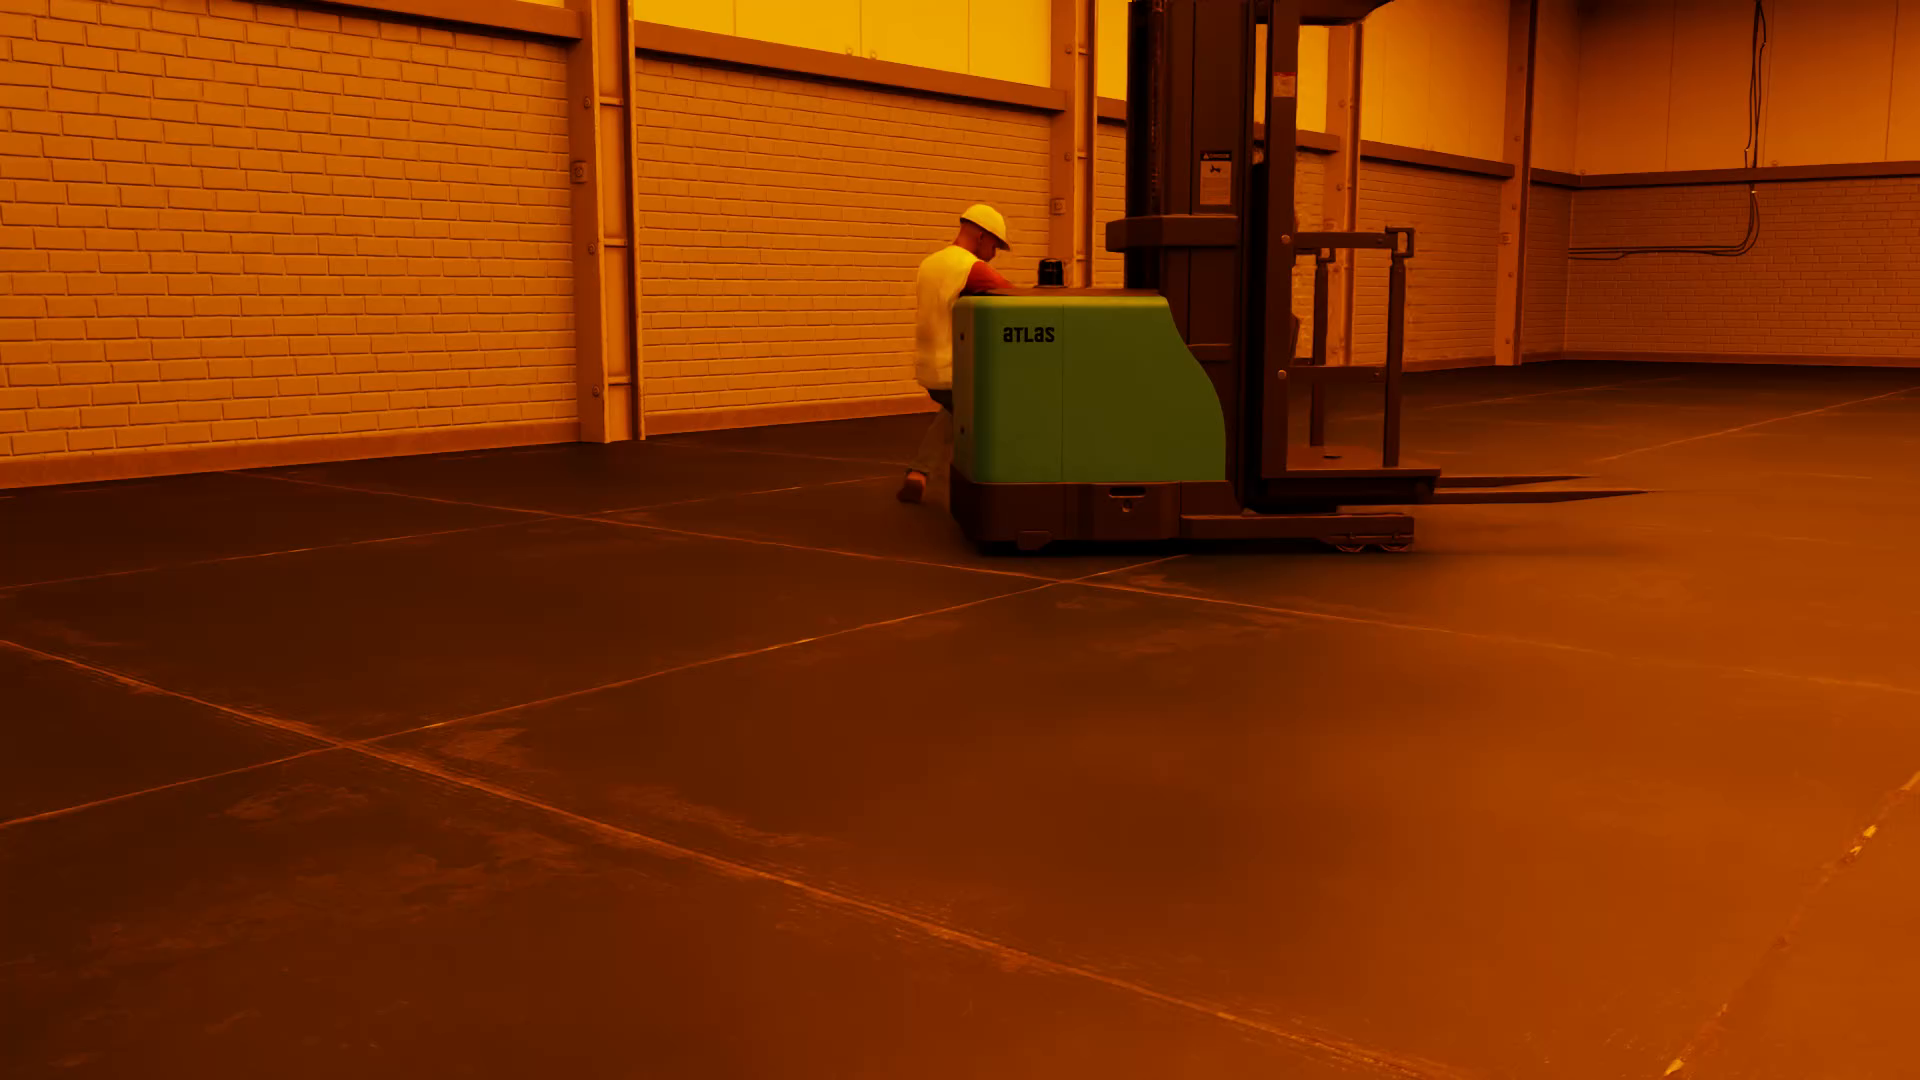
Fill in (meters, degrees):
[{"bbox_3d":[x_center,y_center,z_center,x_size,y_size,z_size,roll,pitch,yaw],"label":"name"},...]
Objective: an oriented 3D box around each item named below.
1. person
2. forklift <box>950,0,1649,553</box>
[{"bbox_3d":[0.126,-0.889,8.327,0.704,1.553,1.155,-5,9,-28],"label":"person"},{"bbox_3d":[1.504,-1.470,7.328,3.031,2.935,1.130,-1,8,-6],"label":"forklift"}]
